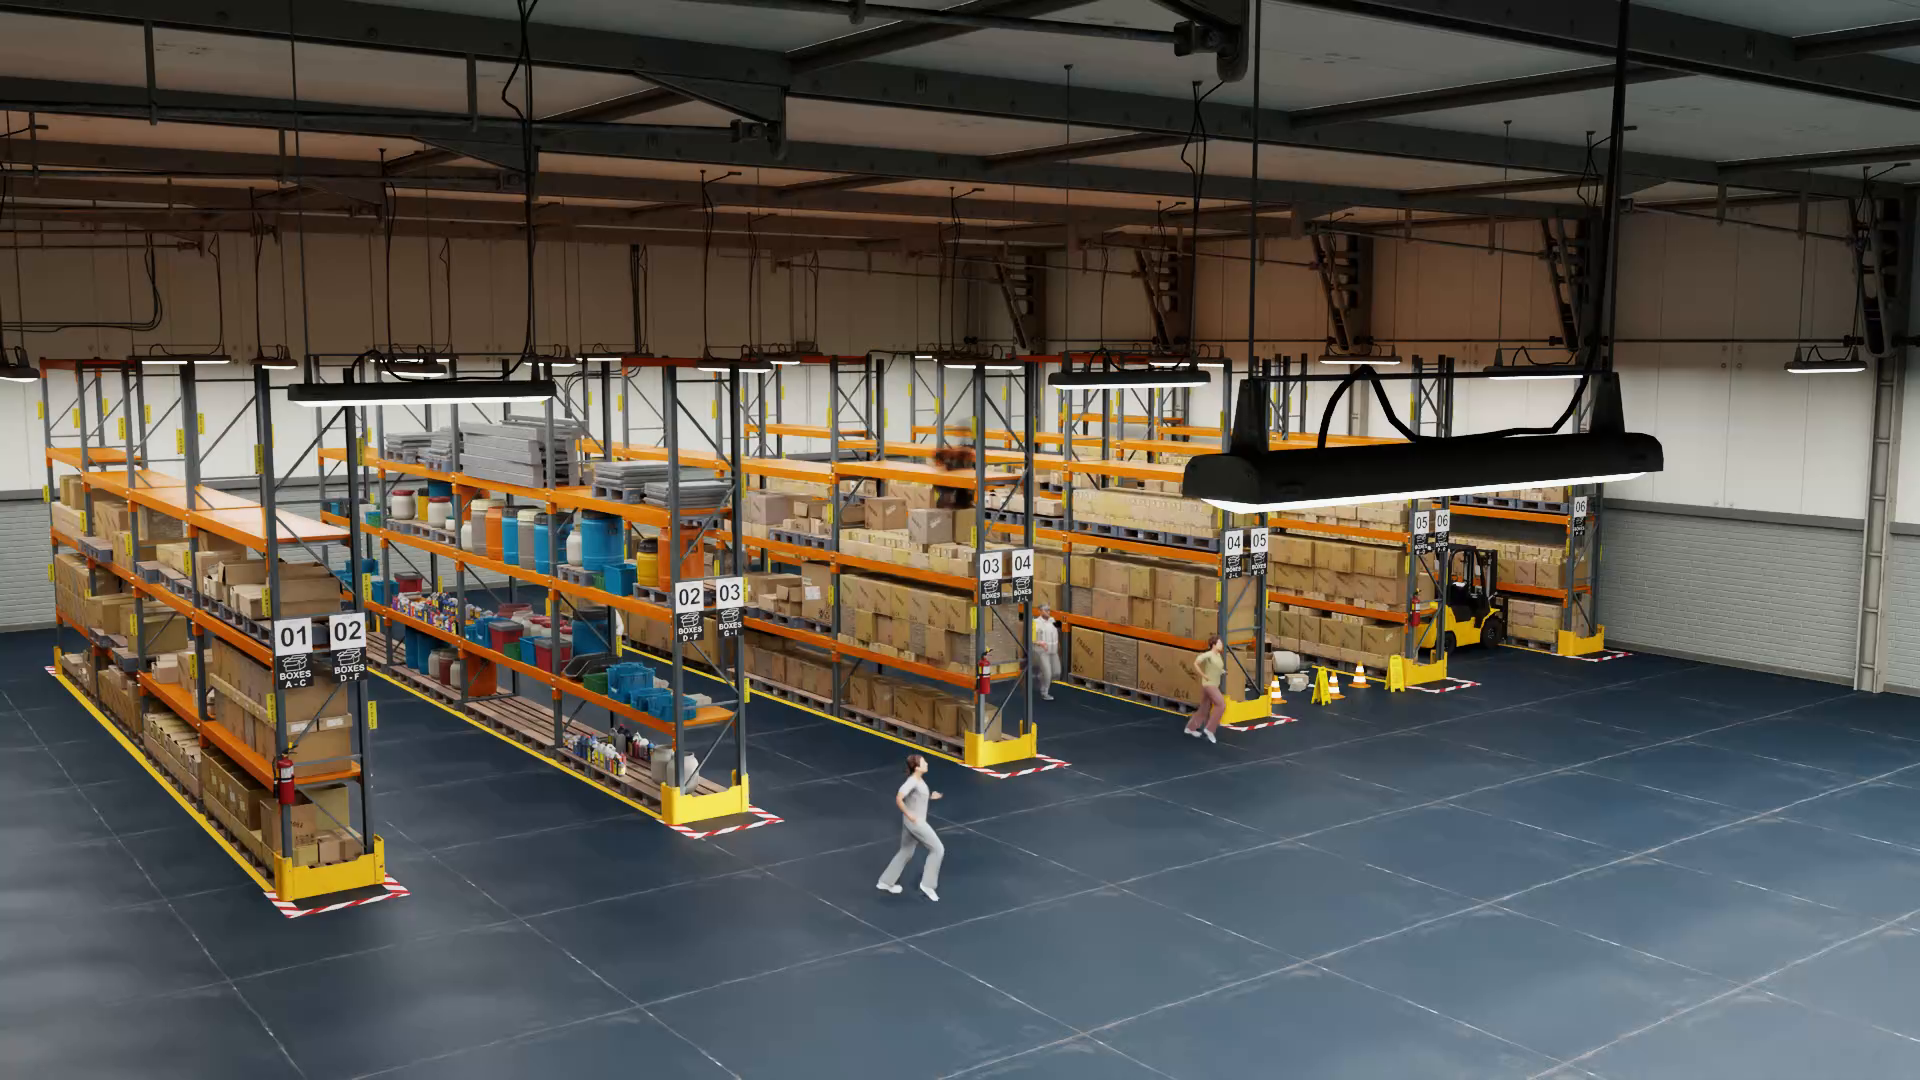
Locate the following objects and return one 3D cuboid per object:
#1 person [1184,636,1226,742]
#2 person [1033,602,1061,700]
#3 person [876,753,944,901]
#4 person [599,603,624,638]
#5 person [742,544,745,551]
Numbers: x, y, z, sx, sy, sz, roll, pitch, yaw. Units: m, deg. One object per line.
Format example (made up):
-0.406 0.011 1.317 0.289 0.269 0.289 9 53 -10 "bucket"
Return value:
3.964 2.353 26.547 0.685 1.674 0.598 3 8 27 "person"
1.514 1.946 29.375 0.660 1.732 0.604 -5 8 -36 "person"
-0.562 3.262 18.887 0.745 1.715 0.550 -1 7 -8 "person"
-6.335 1.946 29.780 0.678 1.699 1.170 -6 9 -41 "person"
-5.582 0.490 41.624 0.891 1.670 0.610 -2 7 -18 "person"
